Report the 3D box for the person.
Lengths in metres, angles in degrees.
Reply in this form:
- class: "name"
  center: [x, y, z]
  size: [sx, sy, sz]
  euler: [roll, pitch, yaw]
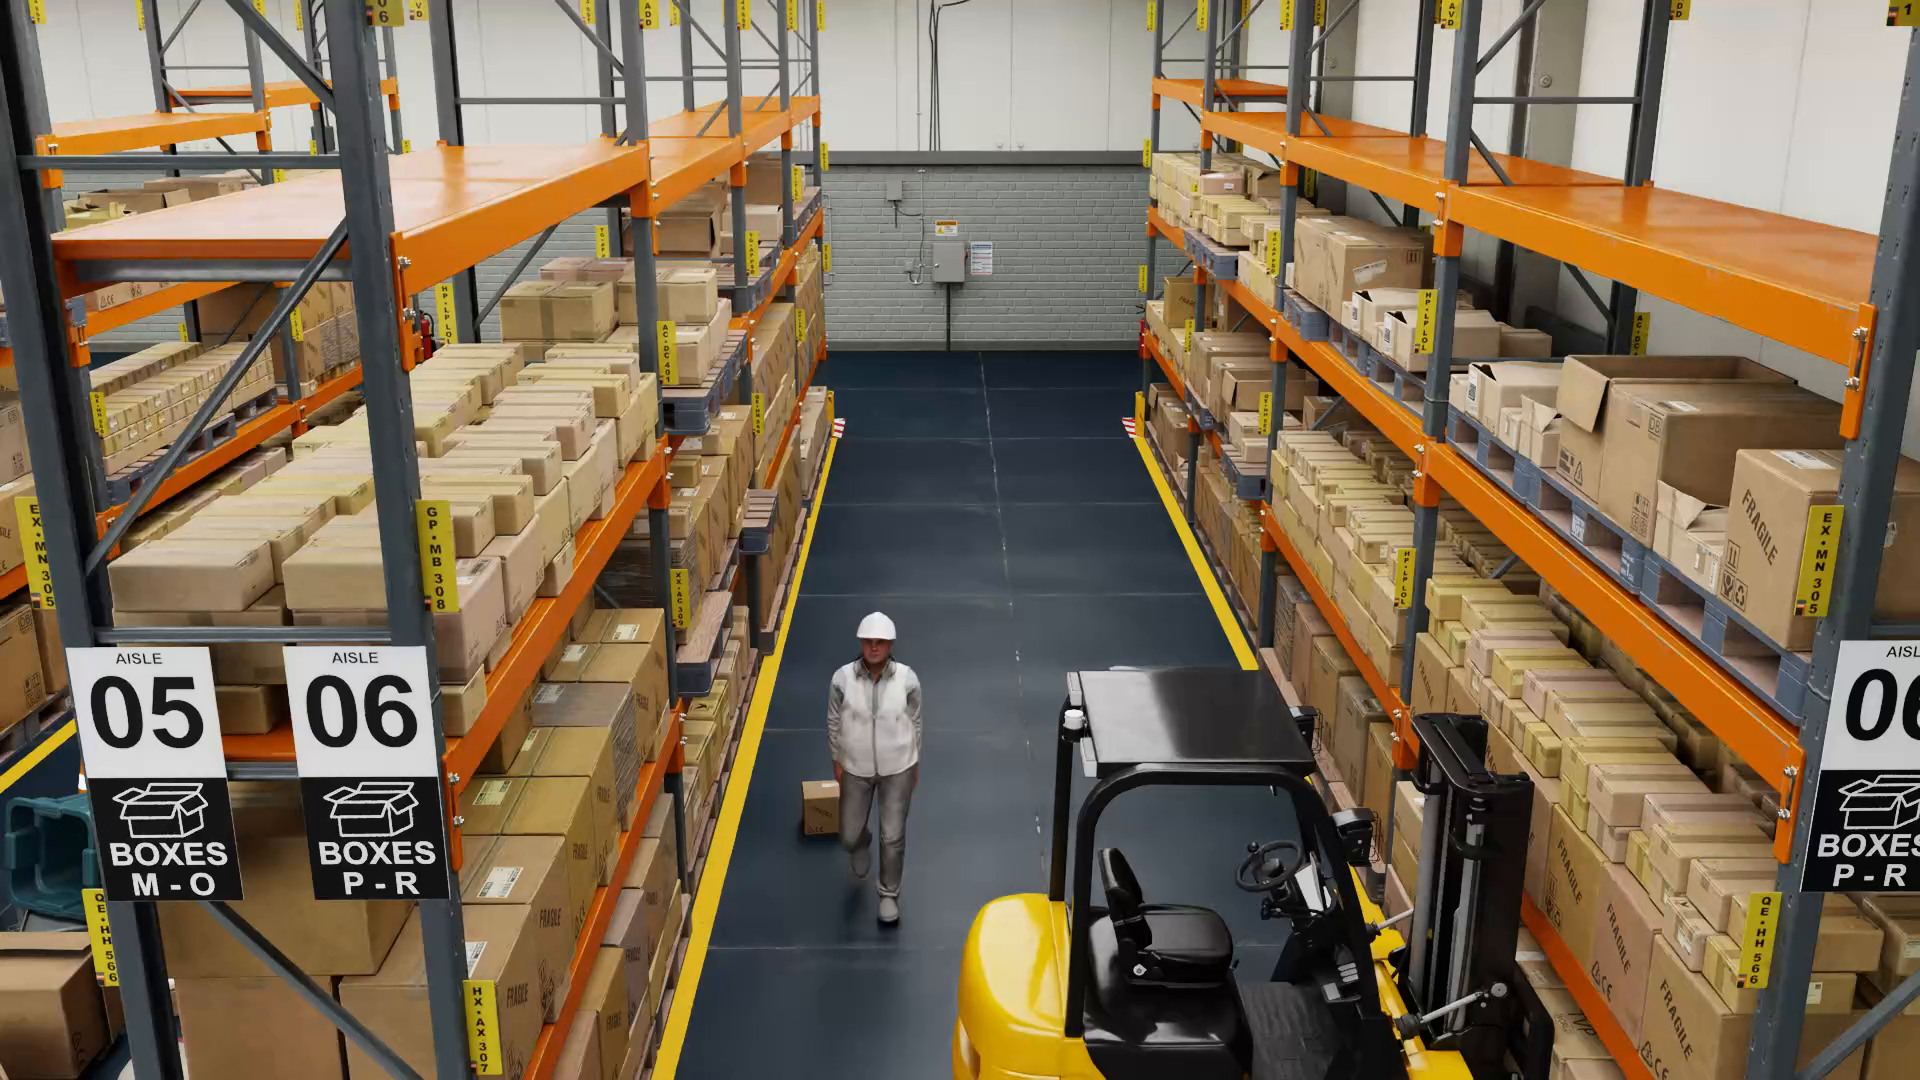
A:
- class: "person"
  center: [-0.477, 1.245, 9.379]
  size: [0.537, 1.757, 0.623]
  euler: [0, 17, -1]
